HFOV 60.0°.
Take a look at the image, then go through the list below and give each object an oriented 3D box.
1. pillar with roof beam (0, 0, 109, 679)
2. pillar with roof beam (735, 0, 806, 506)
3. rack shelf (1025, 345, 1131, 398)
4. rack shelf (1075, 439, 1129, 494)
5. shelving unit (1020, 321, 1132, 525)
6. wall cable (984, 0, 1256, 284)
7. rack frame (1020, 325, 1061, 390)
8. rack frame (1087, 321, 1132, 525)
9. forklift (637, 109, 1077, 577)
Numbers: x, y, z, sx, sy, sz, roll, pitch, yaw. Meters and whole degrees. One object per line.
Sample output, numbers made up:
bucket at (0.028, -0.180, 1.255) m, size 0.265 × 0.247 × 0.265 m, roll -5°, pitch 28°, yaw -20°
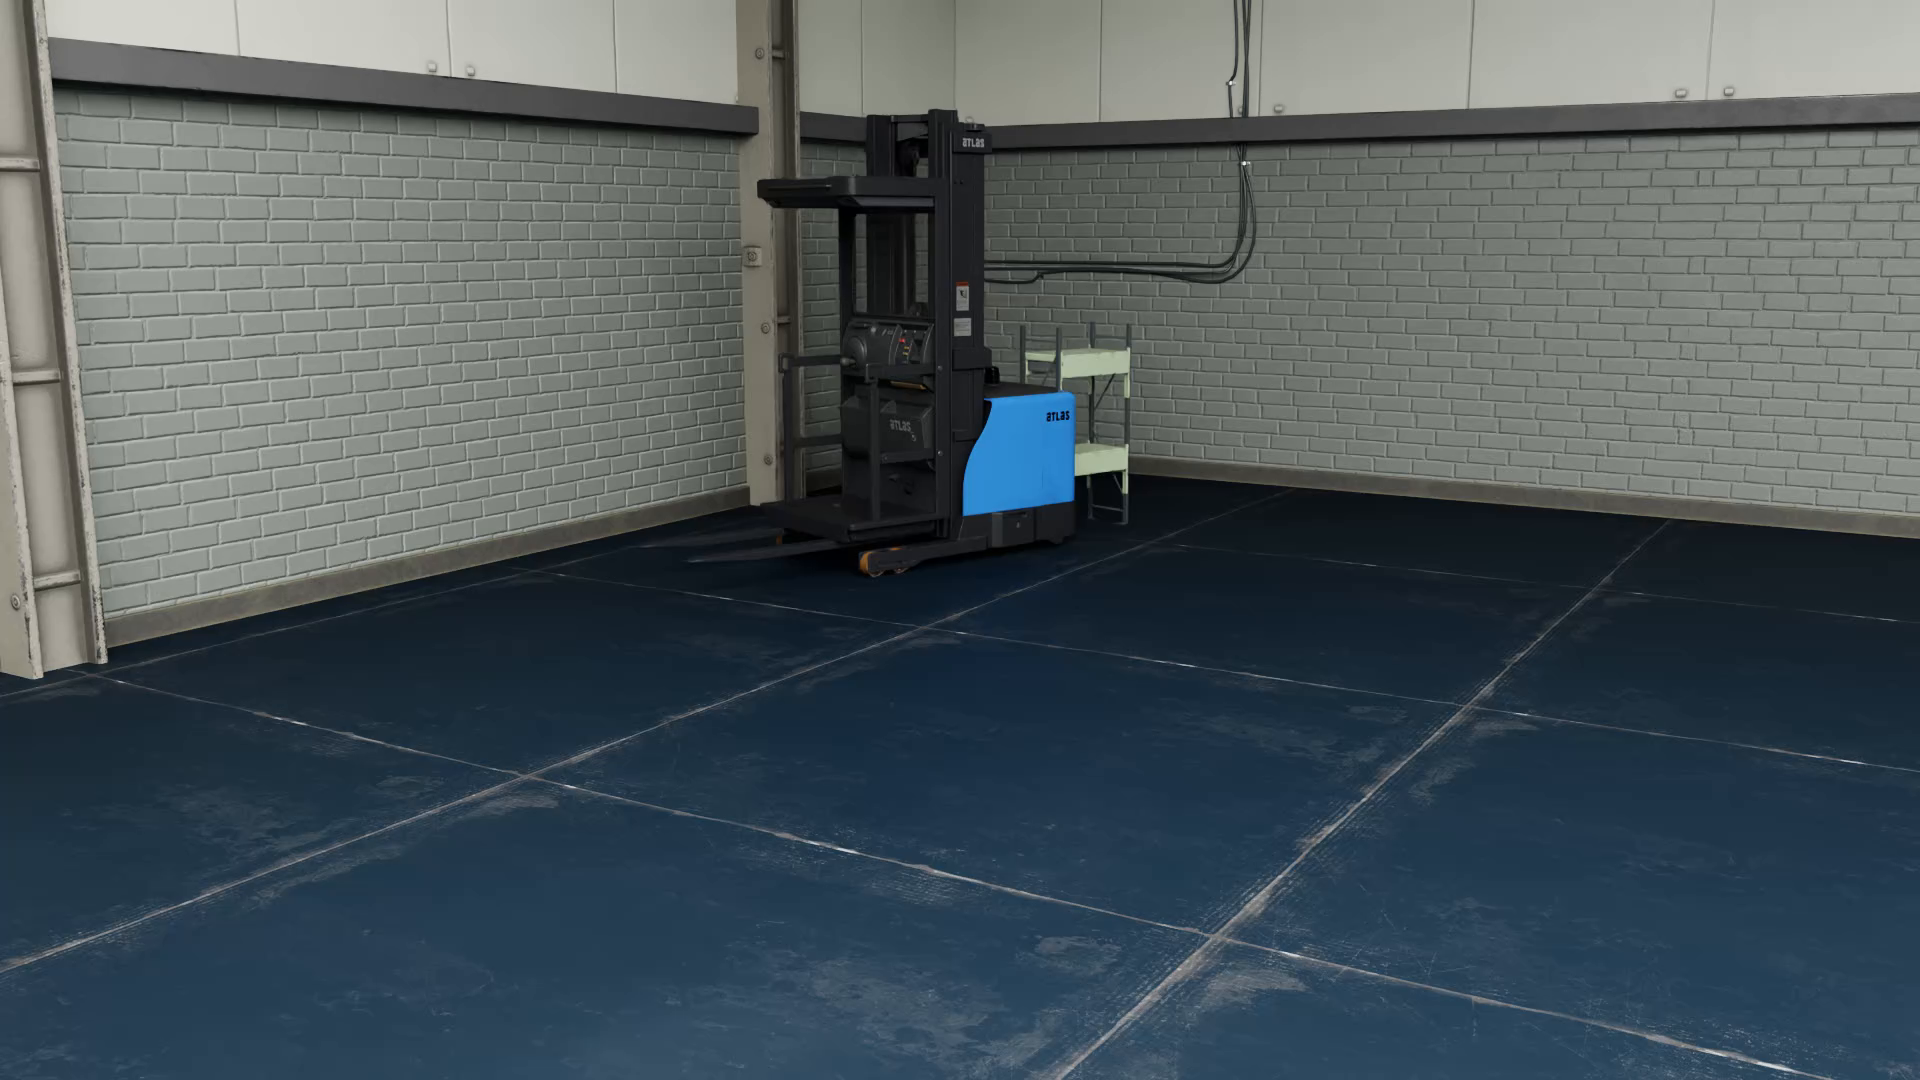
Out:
pillar with roof beam at (-0.919, -3.370, 5.416) m, size 9.100 × 9.000 × 0.400 m, roll 6°, pitch 12°, yaw 31°
pillar with roof beam at (2.196, -4.314, 10.457) m, size 9.100 × 9.000 × 0.400 m, roll 6°, pitch 12°, yaw 31°
rack shelf at (0.847, -1.217, 12.173) m, size 0.720 × 0.370 × 0.431 m, roll -9°, pitch 14°, yaw -41°
rack shelf at (0.847, -0.513, 12.305) m, size 0.720 × 0.370 × 0.431 m, roll -9°, pitch 14°, yaw -41°
shelving unit at (0.847, -0.833, 12.245) m, size 0.755 × 1.500 × 0.431 m, roll -9°, pitch 14°, yaw -41°
wall cable at (1.176, -3.536, 14.739) m, size 3.097 × 2.526 × 0.112 m, roll 6°, pitch 12°, yaw 31°
rack frame at (0.574, -0.788, 12.005) m, size 0.023 × 1.500 × 0.400 m, roll -9°, pitch 14°, yaw -41°
rack frame at (1.120, -0.878, 12.485) m, size 0.023 × 1.500 × 0.400 m, roll -9°, pitch 14°, yaw -41°
forklift at (-0.647, -1.314, 10.921) m, size 3.031 × 2.935 × 1.130 m, roll -8°, pitch 14°, yaw -38°
